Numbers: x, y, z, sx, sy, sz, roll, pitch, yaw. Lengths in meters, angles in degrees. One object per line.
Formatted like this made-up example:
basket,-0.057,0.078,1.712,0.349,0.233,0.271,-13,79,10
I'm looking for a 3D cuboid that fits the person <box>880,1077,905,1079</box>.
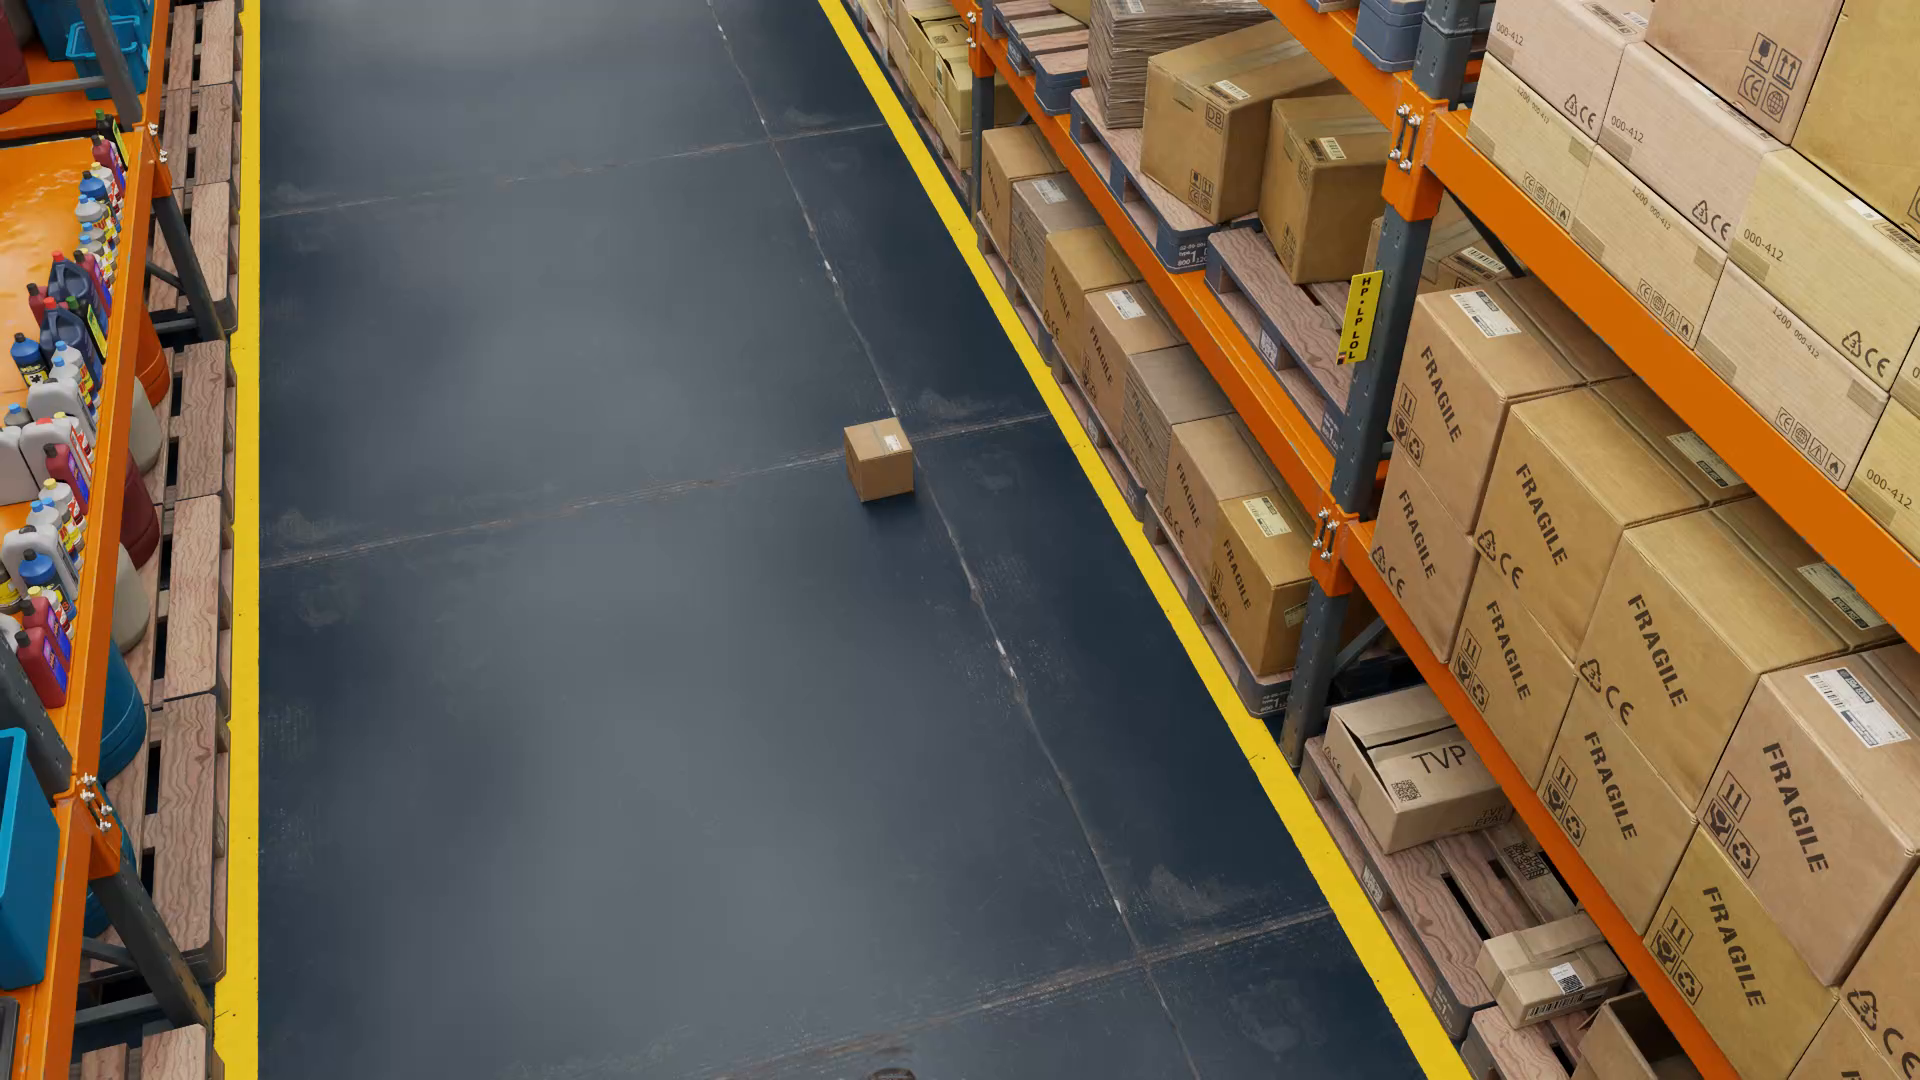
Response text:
person,-0.171,1.880,4.103,0.486,1.667,0.443,0,42,0
